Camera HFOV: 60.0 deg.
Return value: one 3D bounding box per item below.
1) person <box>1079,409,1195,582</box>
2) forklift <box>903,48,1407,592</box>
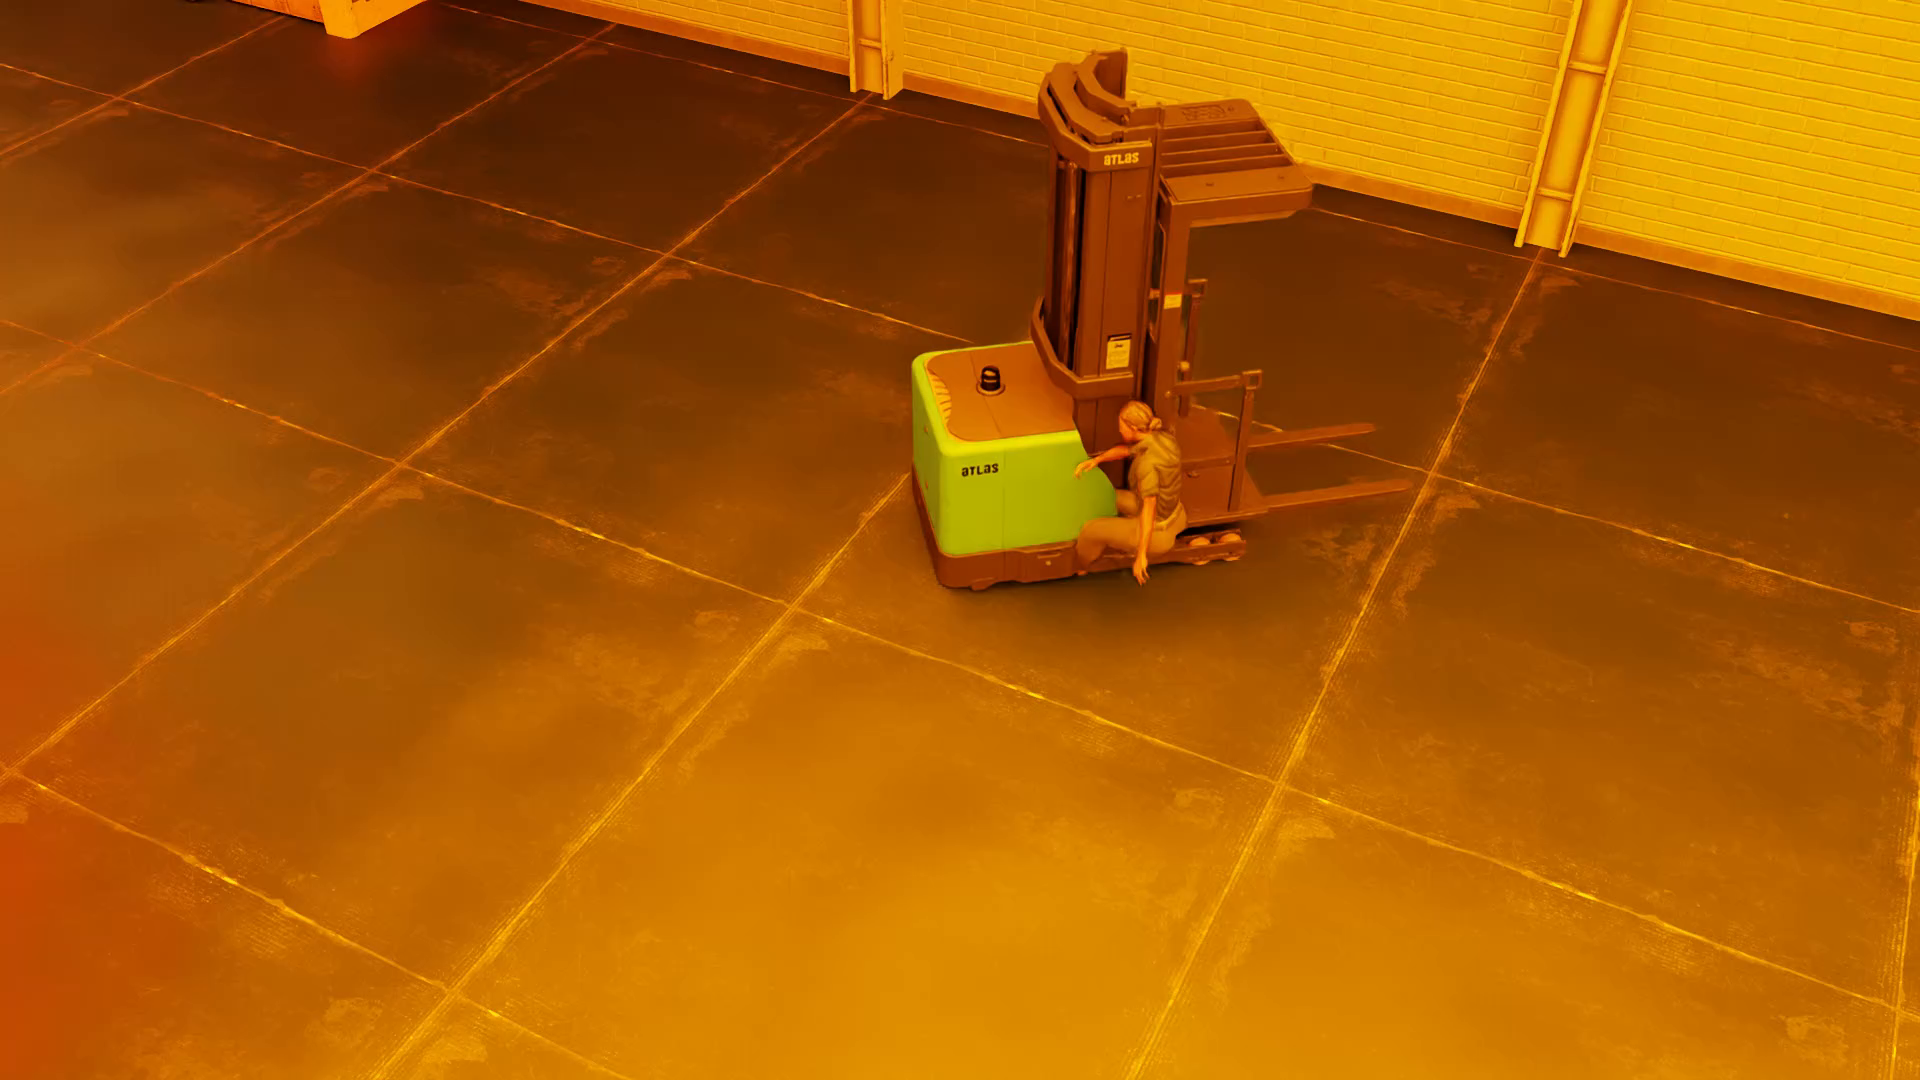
[{"bbox_3d":[0.944,-0.074,9.319,0.809,1.321,1.229,14,42,16],"label":"person"},{"bbox_3d":[1.219,-1.292,9.520,3.031,2.935,1.130,-8,41,-9],"label":"forklift"}]
